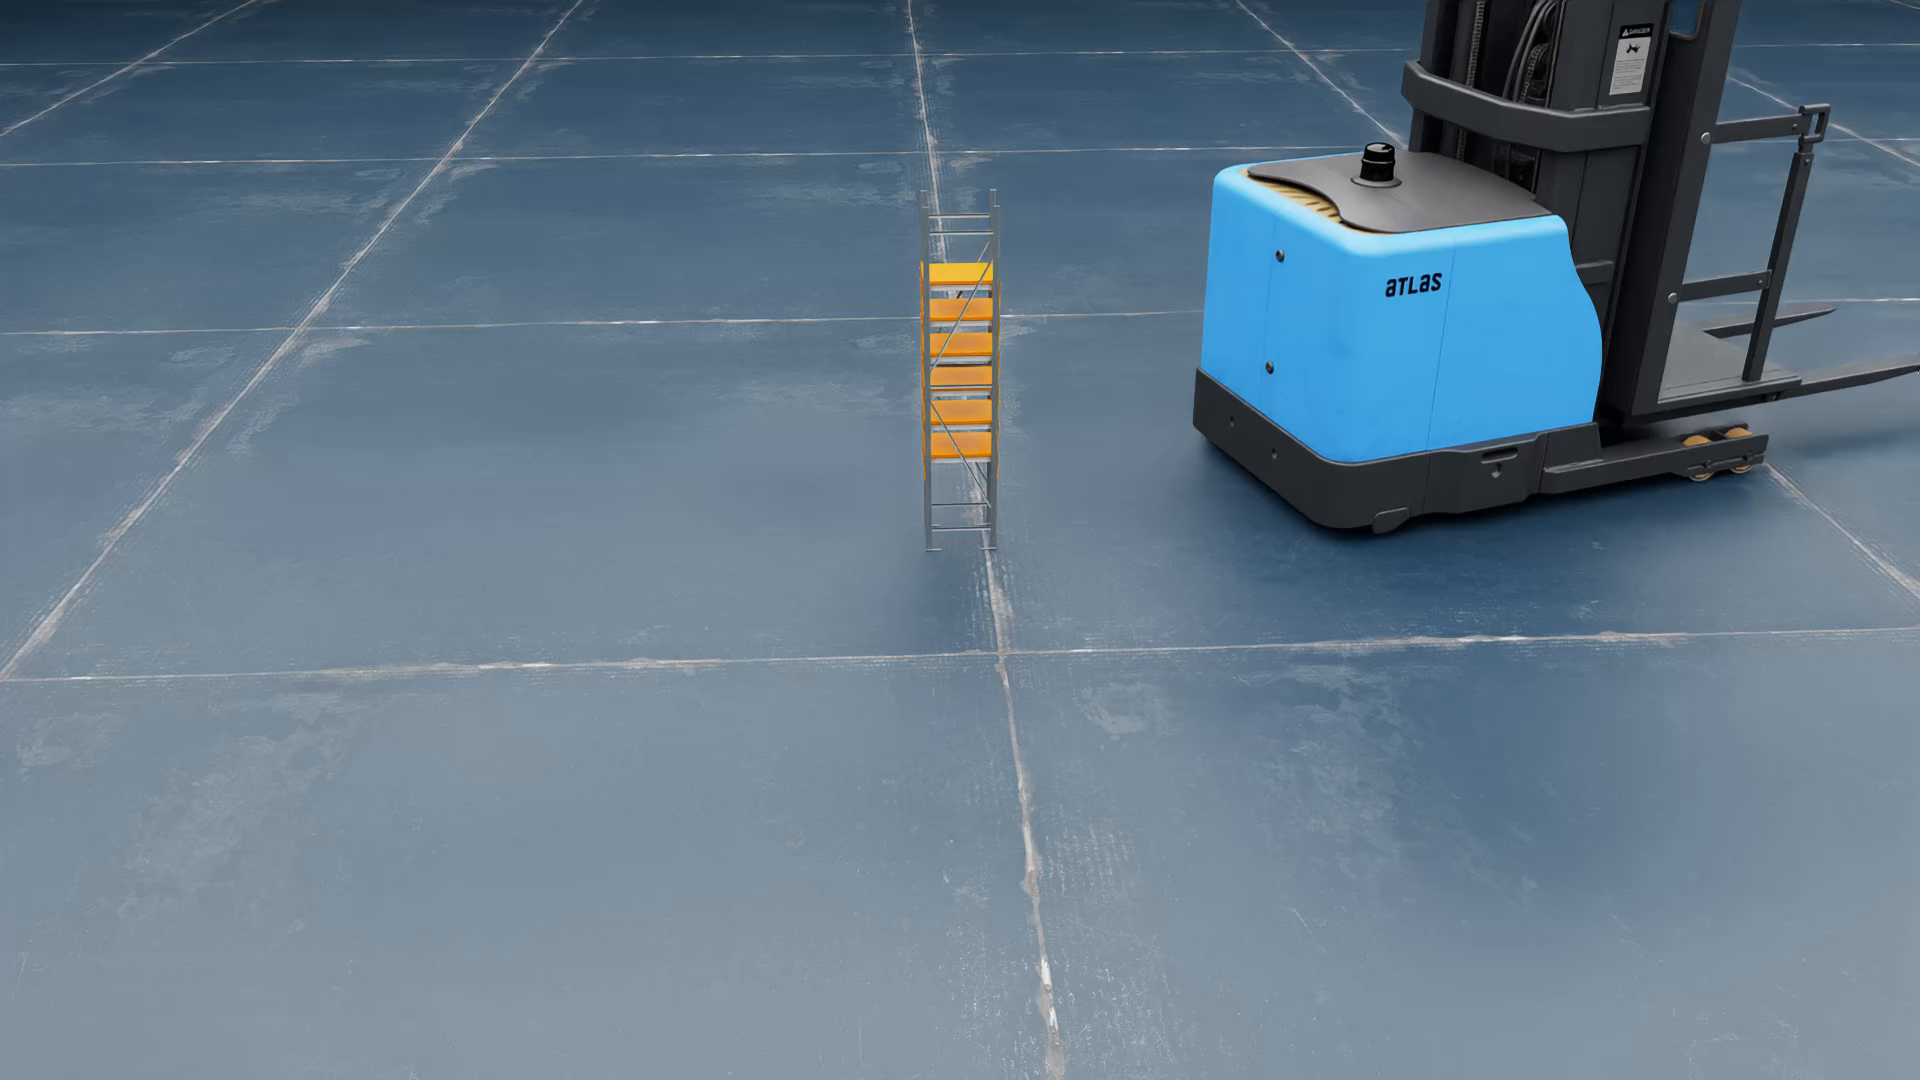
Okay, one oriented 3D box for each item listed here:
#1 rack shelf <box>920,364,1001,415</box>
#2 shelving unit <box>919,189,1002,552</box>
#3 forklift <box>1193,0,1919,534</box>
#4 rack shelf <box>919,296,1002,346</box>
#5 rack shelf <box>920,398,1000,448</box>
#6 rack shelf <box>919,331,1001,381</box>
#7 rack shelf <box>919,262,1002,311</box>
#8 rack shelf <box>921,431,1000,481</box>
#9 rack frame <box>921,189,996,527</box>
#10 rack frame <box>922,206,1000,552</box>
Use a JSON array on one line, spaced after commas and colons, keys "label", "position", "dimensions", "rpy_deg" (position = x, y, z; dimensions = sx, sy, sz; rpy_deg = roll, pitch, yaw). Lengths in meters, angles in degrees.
[{"label": "rack shelf", "position": [-0.001, -0.499, 5.506], "dimensions": [0.258, 0.103, 0.180], "rpy_deg": [-1, 28, -3]}, {"label": "shelving unit", "position": [-0.001, -0.539, 5.485], "dimensions": [0.258, 1.200, 0.189], "rpy_deg": [-1, 28, -3]}, {"label": "forklift", "position": [2.474, -1.735, 5.906], "dimensions": [3.031, 2.935, 1.130], "rpy_deg": [-10, 29, -18]}, {"label": "rack shelf", "position": [-0.001, -0.712, 5.395], "dimensions": [0.258, 0.103, 0.180], "rpy_deg": [-1, 28, -3]}, {"label": "rack shelf", "position": [-0.001, -0.393, 5.561], "dimensions": [0.258, 0.103, 0.180], "rpy_deg": [-1, 28, -3]}, {"label": "rack shelf", "position": [-0.001, -0.606, 5.450], "dimensions": [0.258, 0.103, 0.180], "rpy_deg": [-1, 28, -3]}, {"label": "rack shelf", "position": [-0.001, -0.818, 5.339], "dimensions": [0.258, 0.103, 0.180], "rpy_deg": [-1, 28, -3]}, {"label": "rack shelf", "position": [-0.001, -0.286, 5.617], "dimensions": [0.258, 0.103, 0.180], "rpy_deg": [-1, 28, -3]}, {"label": "rack frame", "position": [-0.006, -0.581, 5.566], "dimensions": [0.240, 1.200, 0.006], "rpy_deg": [-1, 28, -3]}, {"label": "rack frame", "position": [0.004, -0.496, 5.404], "dimensions": [0.240, 1.200, 0.006], "rpy_deg": [-1, 28, -3]}]
